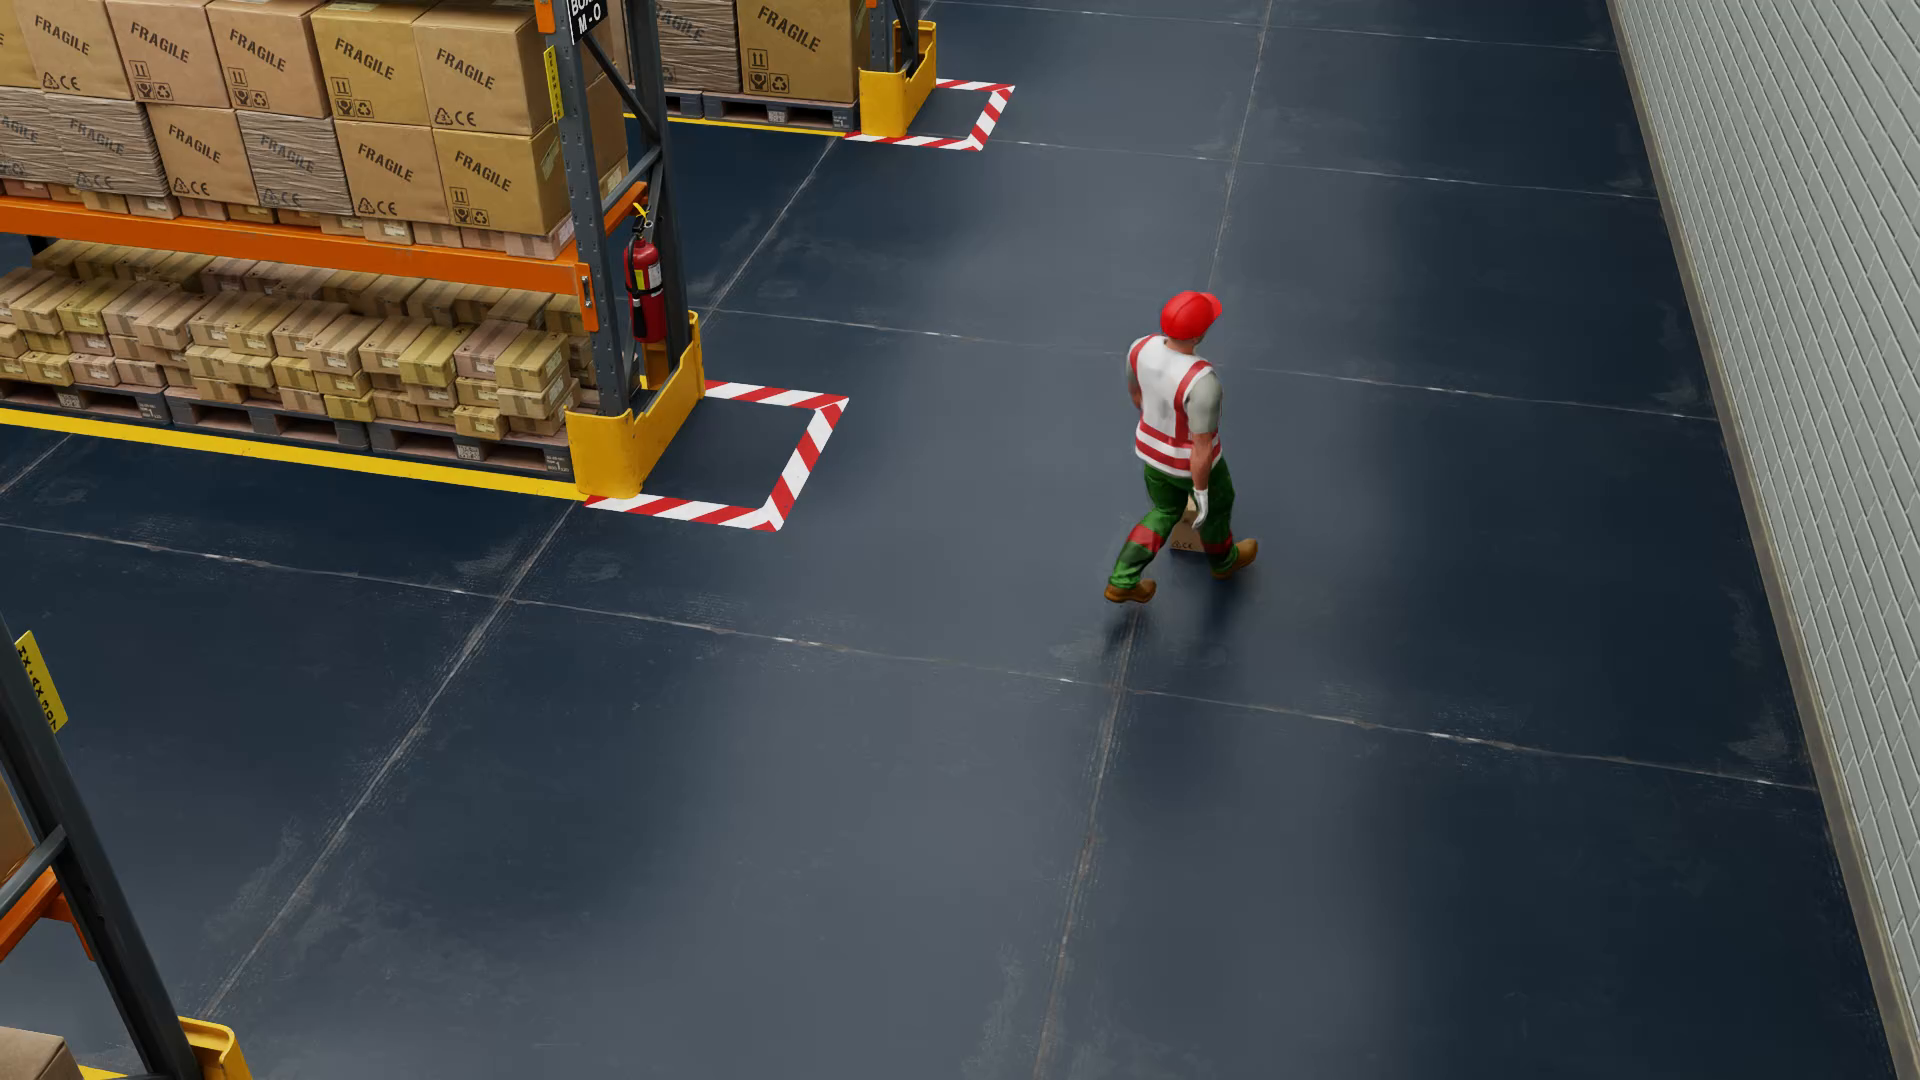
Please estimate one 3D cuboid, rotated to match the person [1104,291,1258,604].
[{"bbox_3d":[1.083,-0.448,7.609,0.945,1.725,0.603,-29,45,-33],"label":"person"}]
